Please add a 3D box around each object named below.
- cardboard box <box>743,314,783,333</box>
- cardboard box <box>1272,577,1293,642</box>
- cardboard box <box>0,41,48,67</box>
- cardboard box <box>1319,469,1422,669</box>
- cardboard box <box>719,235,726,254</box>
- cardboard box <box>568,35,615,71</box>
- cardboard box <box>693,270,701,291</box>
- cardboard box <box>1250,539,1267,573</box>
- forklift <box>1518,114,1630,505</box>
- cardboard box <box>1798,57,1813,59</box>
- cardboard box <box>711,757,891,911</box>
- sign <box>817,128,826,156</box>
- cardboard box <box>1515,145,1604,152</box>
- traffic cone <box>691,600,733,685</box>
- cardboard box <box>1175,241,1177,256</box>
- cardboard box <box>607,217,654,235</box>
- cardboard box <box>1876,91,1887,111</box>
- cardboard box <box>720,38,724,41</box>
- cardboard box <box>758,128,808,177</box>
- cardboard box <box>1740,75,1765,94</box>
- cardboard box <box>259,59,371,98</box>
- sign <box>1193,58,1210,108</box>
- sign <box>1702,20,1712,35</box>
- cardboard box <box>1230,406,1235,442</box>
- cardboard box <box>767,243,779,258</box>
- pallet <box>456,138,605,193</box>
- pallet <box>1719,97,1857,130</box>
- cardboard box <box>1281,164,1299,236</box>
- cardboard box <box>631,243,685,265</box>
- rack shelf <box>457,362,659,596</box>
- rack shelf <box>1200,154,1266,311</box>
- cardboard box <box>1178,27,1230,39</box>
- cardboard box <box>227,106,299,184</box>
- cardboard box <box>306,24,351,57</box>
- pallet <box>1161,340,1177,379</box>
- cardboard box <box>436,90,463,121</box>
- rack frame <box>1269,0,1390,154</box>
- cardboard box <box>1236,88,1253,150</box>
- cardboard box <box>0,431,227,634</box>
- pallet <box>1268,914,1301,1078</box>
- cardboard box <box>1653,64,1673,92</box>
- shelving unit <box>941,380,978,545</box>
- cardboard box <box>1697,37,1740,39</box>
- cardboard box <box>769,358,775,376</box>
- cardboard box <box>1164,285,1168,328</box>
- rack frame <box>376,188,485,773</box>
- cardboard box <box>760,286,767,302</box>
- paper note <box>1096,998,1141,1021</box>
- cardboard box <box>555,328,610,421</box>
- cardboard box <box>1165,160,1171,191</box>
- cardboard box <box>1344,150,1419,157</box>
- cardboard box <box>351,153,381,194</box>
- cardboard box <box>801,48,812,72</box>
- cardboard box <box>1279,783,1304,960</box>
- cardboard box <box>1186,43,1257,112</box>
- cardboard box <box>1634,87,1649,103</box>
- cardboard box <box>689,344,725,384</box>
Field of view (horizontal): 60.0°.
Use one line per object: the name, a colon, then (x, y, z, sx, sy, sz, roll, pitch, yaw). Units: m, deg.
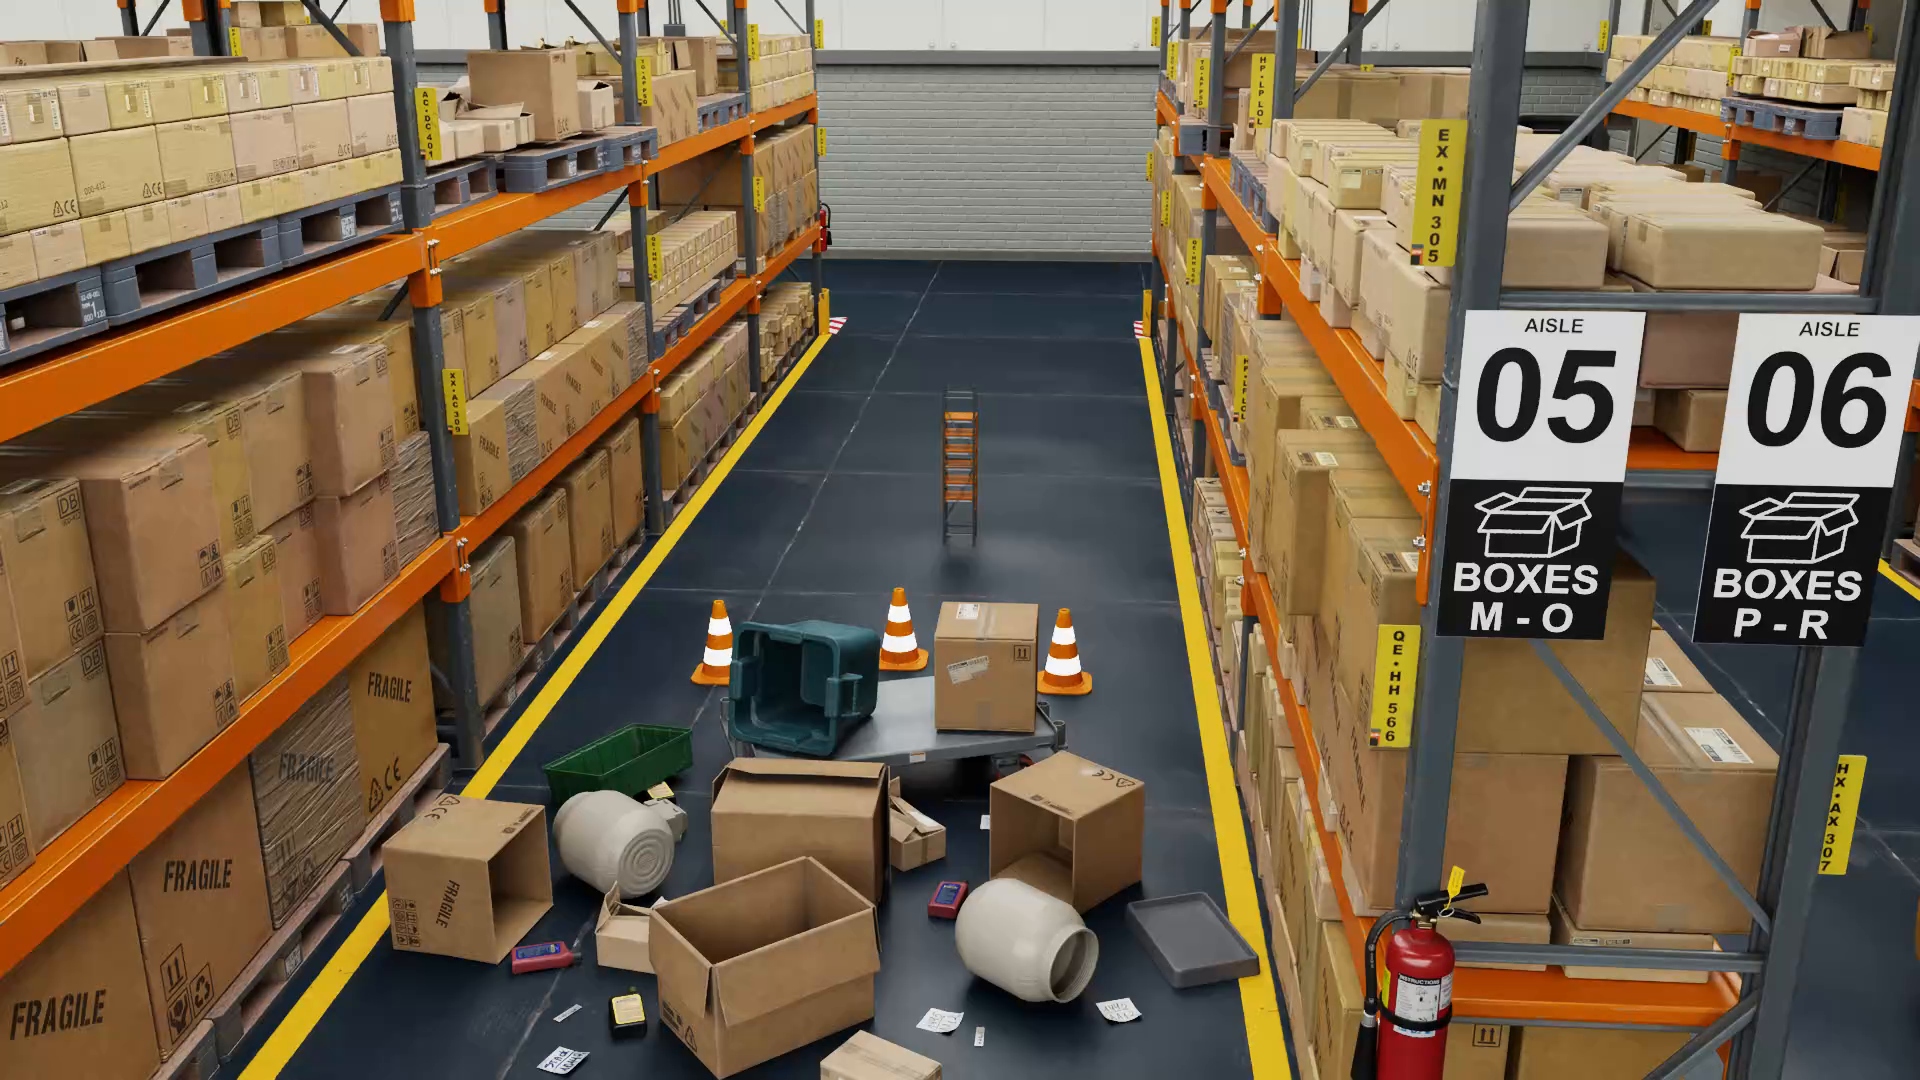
cardboard box: (-2.079, -2.275, 17.498, 0.380, 0.149, 0.250, 2, 18, 5)
cardboard box: (1.546, 0.095, 6.679, 0.500, 0.500, 0.500, 1, 18, 3)
cardboard box: (-7.734, -3.756, 13.417, 0.500, 0.500, 0.500, 2, 18, 7)
cardboard box: (1.494, 0.099, 5.061, 0.700, 0.500, 0.500, 1, 18, 4)
cardboard box: (-2.323, -2.658, 14.968, 0.380, 0.149, 0.250, 2, 18, 6)
cardboard box: (-2.899, -3.849, 13.144, 0.396, 0.266, 0.258, 1, 18, 4)
cardboard box: (-2.394, -2.188, 14.012, 0.380, 0.149, 0.250, 1, 18, 2)
cardboard box: (1.575, 0.051, 7.854, 0.380, 0.149, 0.250, 1, 18, 4)
forklift: (4.809, -1.926, 13.594, 1.130, 2.935, 3.031, 1, 18, 4)
cardboard box: (7.537, -4.133, 14.492, 0.380, 0.149, 0.250, 1, 18, 3)
cardboard box: (-0.710, 1.312, 7.392, 0.797, 0.637, 0.503, 1, 18, 4)
sign: (-1.615, -4.647, 19.421, 0.100, 0.325, 0.005, 1, 18, 4)
cardboard box: (2.087, -1.336, 5.990, 0.380, 0.149, 0.250, 1, 18, 5)
traffic cone: (-1.425, 0.584, 9.896, 0.336, 0.463, 0.334, 1, 18, 4)
cardboard box: (2.169, -2.517, 14.726, 0.500, 0.250, 0.500, 2, 18, 5)
cardboard box: (-2.975, -2.807, 14.947, 0.380, 0.149, 0.250, 1, 18, 4)
cardboard box: (7.065, -3.267, 12.358, 0.380, 0.149, 0.250, 1, 18, 4)
cardboard box: (-2.639, -5.089, 17.116, 0.380, 0.149, 0.250, 1, 18, 3)
cardboard box: (-1.988, -4.324, 18.558, 0.500, 0.500, 0.500, 1, 18, 2)
cardboard box: (6.971, -3.924, 14.332, 0.380, 0.149, 0.250, 1, 18, 5)
cardboard box: (-2.753, -1.971, 7.092, 0.380, 0.149, 0.250, 1, 18, 4)
sign: (1.651, -3.125, 11.368, 0.100, 0.325, 0.005, 1, 18, 4)
sign: (8.281, -5.604, 18.469, 0.100, 0.325, 0.005, 1, 18, 4)
cardboard box: (1.713, -0.647, 9.309, 0.380, 0.149, 0.250, 1, 18, 4)
cardboard box: (-2.087, -3.011, 17.199, 0.380, 0.149, 0.250, 2, 18, 5)
pallet: (-2.811, -2.268, 10.012, 1.003, 0.211, 1.213, 2, 18, 6)
pallet: (7.326, -3.669, 14.288, 1.213, 0.211, 1.003, 1, 18, 4)
cardboard box: (1.585, -1.364, 6.713, 0.500, 0.250, 0.500, 1, 18, 3)
cardboard box: (-2.438, -2.309, 13.425, 0.380, 0.149, 0.250, 2, 18, 6)
rack shelf: (-2.884, -0.518, 10.341, 1.077, 0.370, 4.000, 1, 18, 4)
rack shelf: (2.061, -1.864, 9.632, 1.077, 0.370, 4.000, 1, 18, 4)
cardboard box: (2.484, -4.983, 17.001, 0.500, 0.500, 0.500, 2, 18, 5)
cardboard box: (-2.880, -1.510, 6.325, 0.500, 0.250, 0.500, 1, 18, 3)
cardboard box: (-7.251, -5.493, 18.555, 0.700, 0.500, 0.500, 1, 18, 2)
pallet: (2.709, -1.933, 17.983, 1.003, 0.211, 1.213, 1, 18, 4)
cardboard box: (-3.121, -2.418, 9.475, 0.500, 0.311, 0.500, 1, 18, 2)
rack frame: (1.918, -3.010, 7.157, 1.000, 3.000, 0.127, 1, 18, 4)
cardboard box: (2.126, -2.580, 10.502, 0.700, 0.500, 0.500, 1, 18, 4)
cardboard box: (-3.125, -0.038, 5.748, 0.875, 0.550, 0.550, 1, 18, 4)
pallet: (1.820, 1.755, 6.727, 1.003, 0.211, 1.213, 1, 18, 4)
cardboard box: (7.346, -4.662, 16.780, 0.500, 0.250, 0.500, 1, 18, 3)
shelving unit: (-0.001, -0.566, 12.222, 0.258, 1.200, 0.189, 1, 18, 4)
cardboard box: (7.911, -5.043, 17.140, 0.500, 0.250, 0.500, 1, 18, 4)
cardboard box: (-2.088, -1.756, 16.869, 0.380, 0.149, 0.250, 2, 18, 6)
cardboard box: (2.830, -2.661, 19.167, 0.875, 0.438, 0.875, 1, 18, 2)
rack frame: (-3.027, -0.238, 8.333, 1.000, 3.000, 0.127, 1, 18, 4)
cardboard box: (-2.443, -2.849, 19.250, 0.380, 0.149, 0.250, 2, 18, 5)
paper note: (0.636, 1.875, 6.651, 0.142, 0.019, 0.148, -5, 19, -15)
cardboard box: (-2.578, -1.072, 10.717, 0.500, 0.500, 0.500, 1, 18, 3)
cardboard box: (2.294, -3.477, 16.449, 0.500, 0.500, 0.500, 1, 18, 3)
cardboard box: (1.540, -1.269, 5.784, 0.380, 0.149, 0.250, 2, 18, 5)
cardboard box: (-2.752, -1.593, 7.218, 0.380, 0.149, 0.250, 2, 18, 5)
cardboard box: (-1.946, -5.408, 18.731, 0.500, 0.250, 0.500, 1, 18, 2)
cardboard box: (1.505, 1.261, 6.296, 0.500, 0.500, 0.500, 1, 18, 3)
cardboard box: (2.041, -3.628, 13.025, 0.500, 0.500, 0.500, 1, 18, 4)
cardboard box: (7.314, -4.671, 17.446, 0.380, 0.149, 0.250, 1, 18, 4)
cardboard box: (-2.329, -1.530, 14.411, 0.500, 0.250, 0.500, 0, 18, 1)
